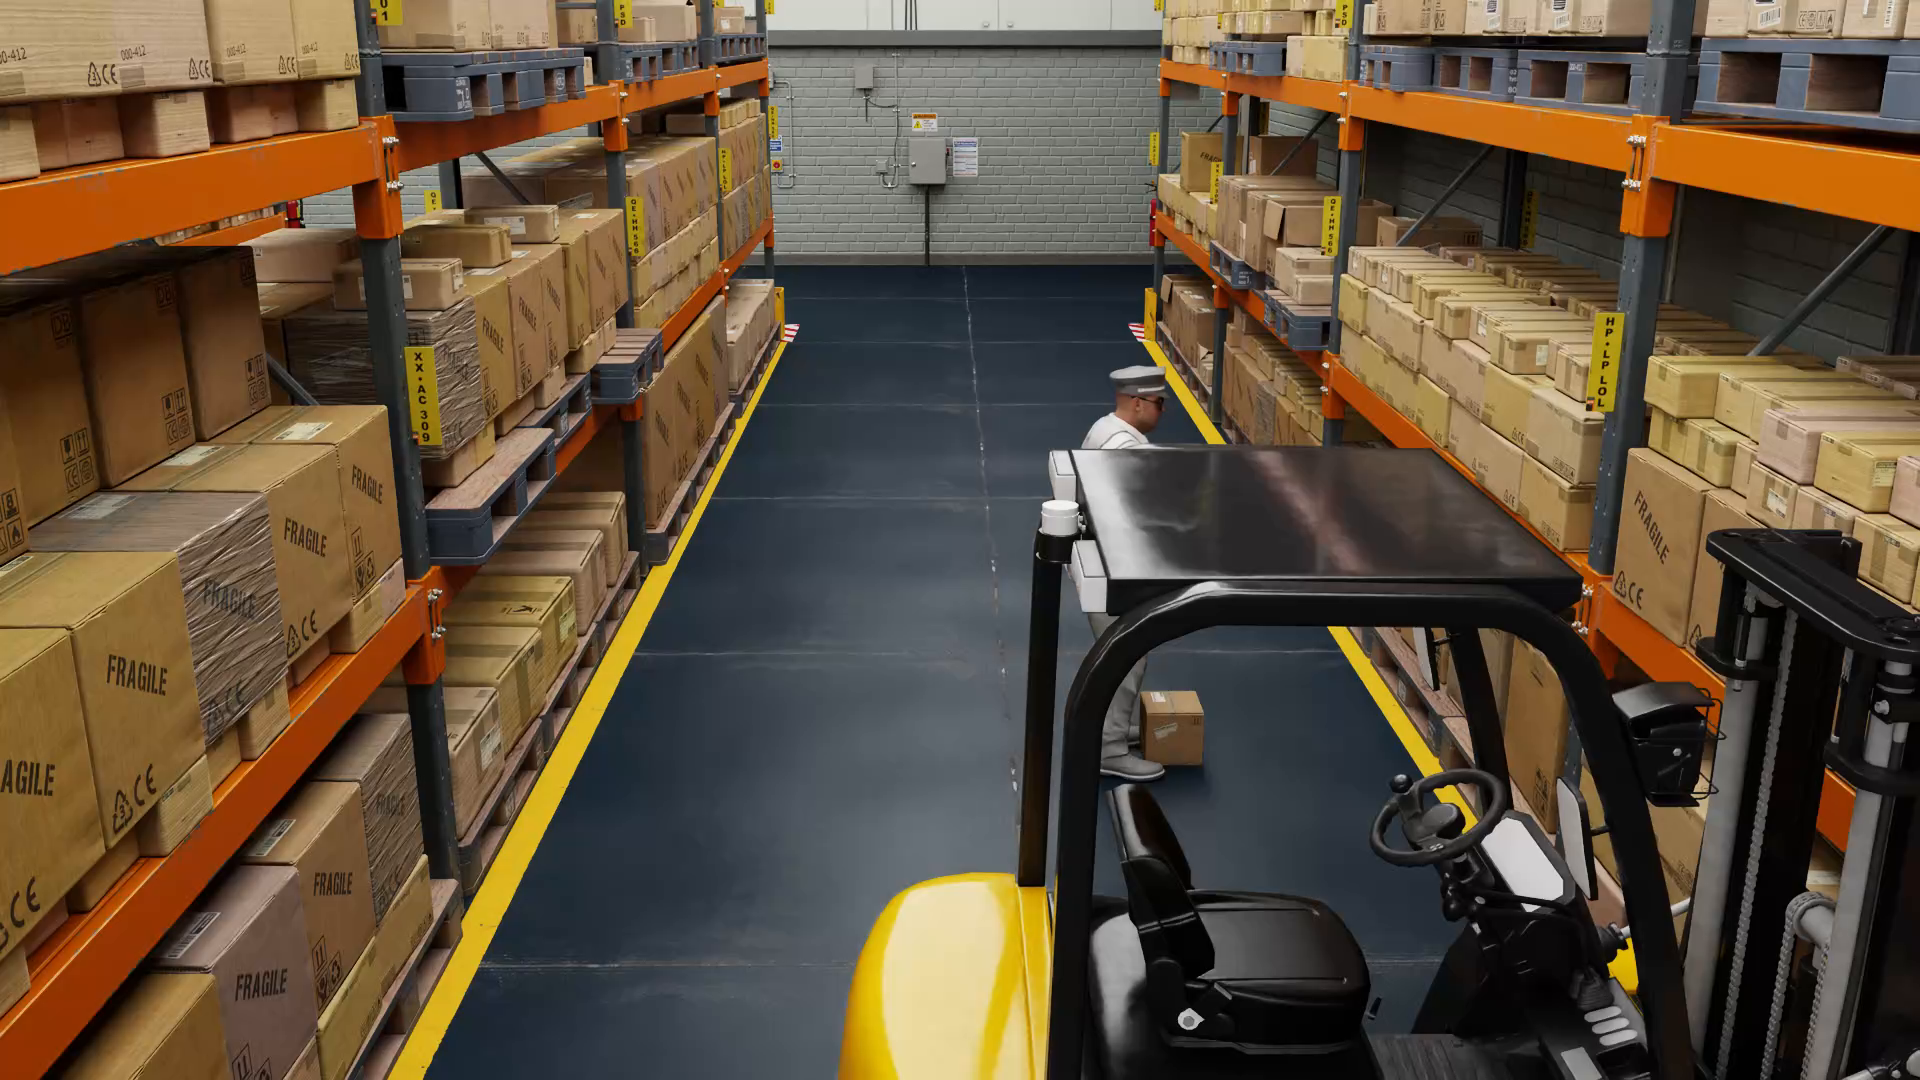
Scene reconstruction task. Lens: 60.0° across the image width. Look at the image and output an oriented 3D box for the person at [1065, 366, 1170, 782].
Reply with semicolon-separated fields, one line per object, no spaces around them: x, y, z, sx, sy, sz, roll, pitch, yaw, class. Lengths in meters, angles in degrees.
0.662;0.119;7.140;0.433;1.748;0.585;0;17;-1;person
